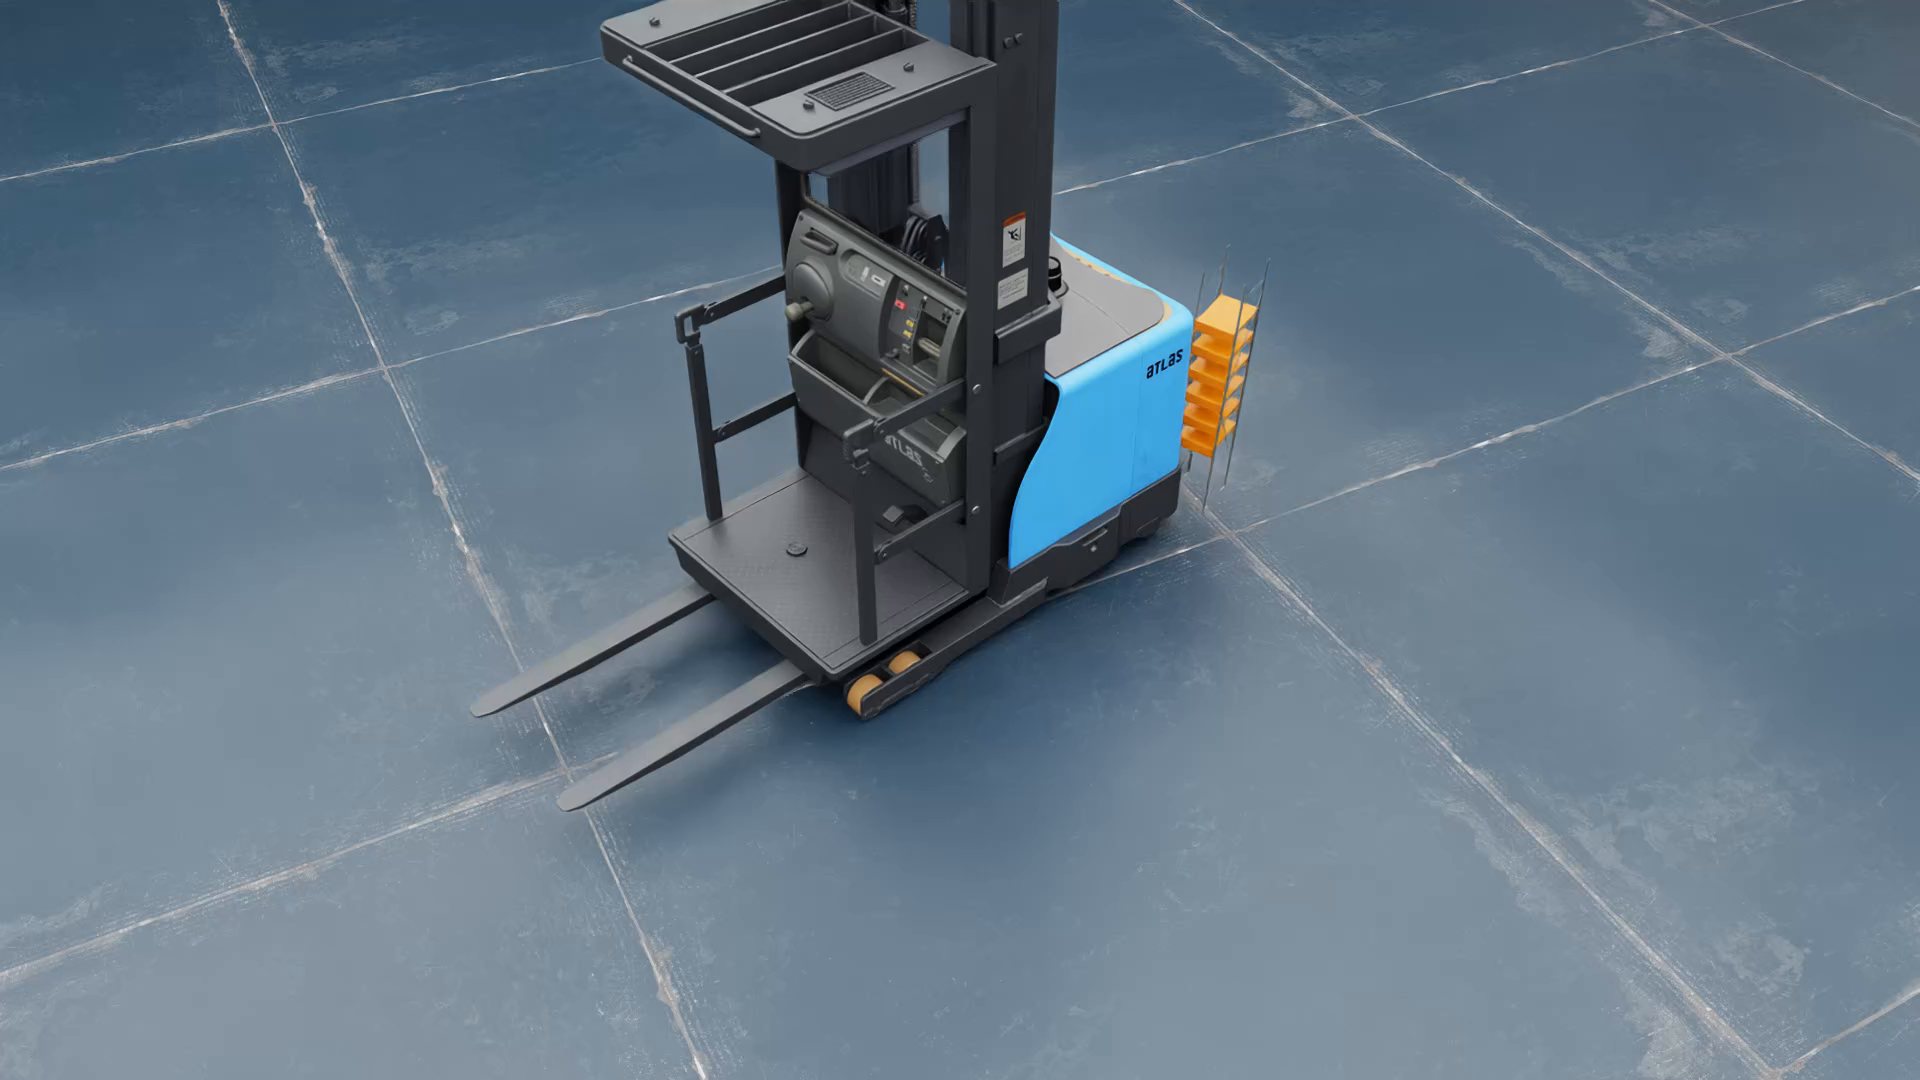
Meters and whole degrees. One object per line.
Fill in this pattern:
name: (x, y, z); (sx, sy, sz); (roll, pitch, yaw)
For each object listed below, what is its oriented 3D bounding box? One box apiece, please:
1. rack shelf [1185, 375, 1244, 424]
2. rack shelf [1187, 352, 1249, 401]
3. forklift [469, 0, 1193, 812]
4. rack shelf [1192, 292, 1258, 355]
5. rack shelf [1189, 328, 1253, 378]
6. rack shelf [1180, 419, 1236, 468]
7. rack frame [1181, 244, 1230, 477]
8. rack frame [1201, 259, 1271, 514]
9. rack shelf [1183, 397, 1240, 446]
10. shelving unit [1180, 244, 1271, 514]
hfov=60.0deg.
rack shelf: (1.087, -0.630, 7.128); (0.180, 0.103, 0.258); (25, 46, 22)
rack shelf: (1.092, -0.720, 7.048); (0.180, 0.103, 0.258); (25, 46, 22)
forklift: (-0.476, -0.816, 5.945); (3.031, 2.935, 1.130); (-30, 49, -31)
rack shelf: (1.103, -0.898, 6.888); (0.180, 0.103, 0.258); (25, 46, 22)
rack shelf: (1.097, -0.809, 6.968); (0.180, 0.103, 0.258); (25, 46, 22)
rack shelf: (1.076, -0.452, 7.288); (0.180, 0.103, 0.258); (25, 46, 22)
rack frame: (1.012, -0.699, 7.133); (0.006, 1.200, 0.240); (25, 46, 22)
rack frame: (1.166, -0.628, 7.064); (0.006, 1.200, 0.240); (25, 46, 22)
rack shelf: (1.082, -0.541, 7.208); (0.180, 0.103, 0.258); (25, 46, 22)
shelving unit: (1.089, -0.663, 7.098); (0.189, 1.200, 0.258); (25, 46, 22)
